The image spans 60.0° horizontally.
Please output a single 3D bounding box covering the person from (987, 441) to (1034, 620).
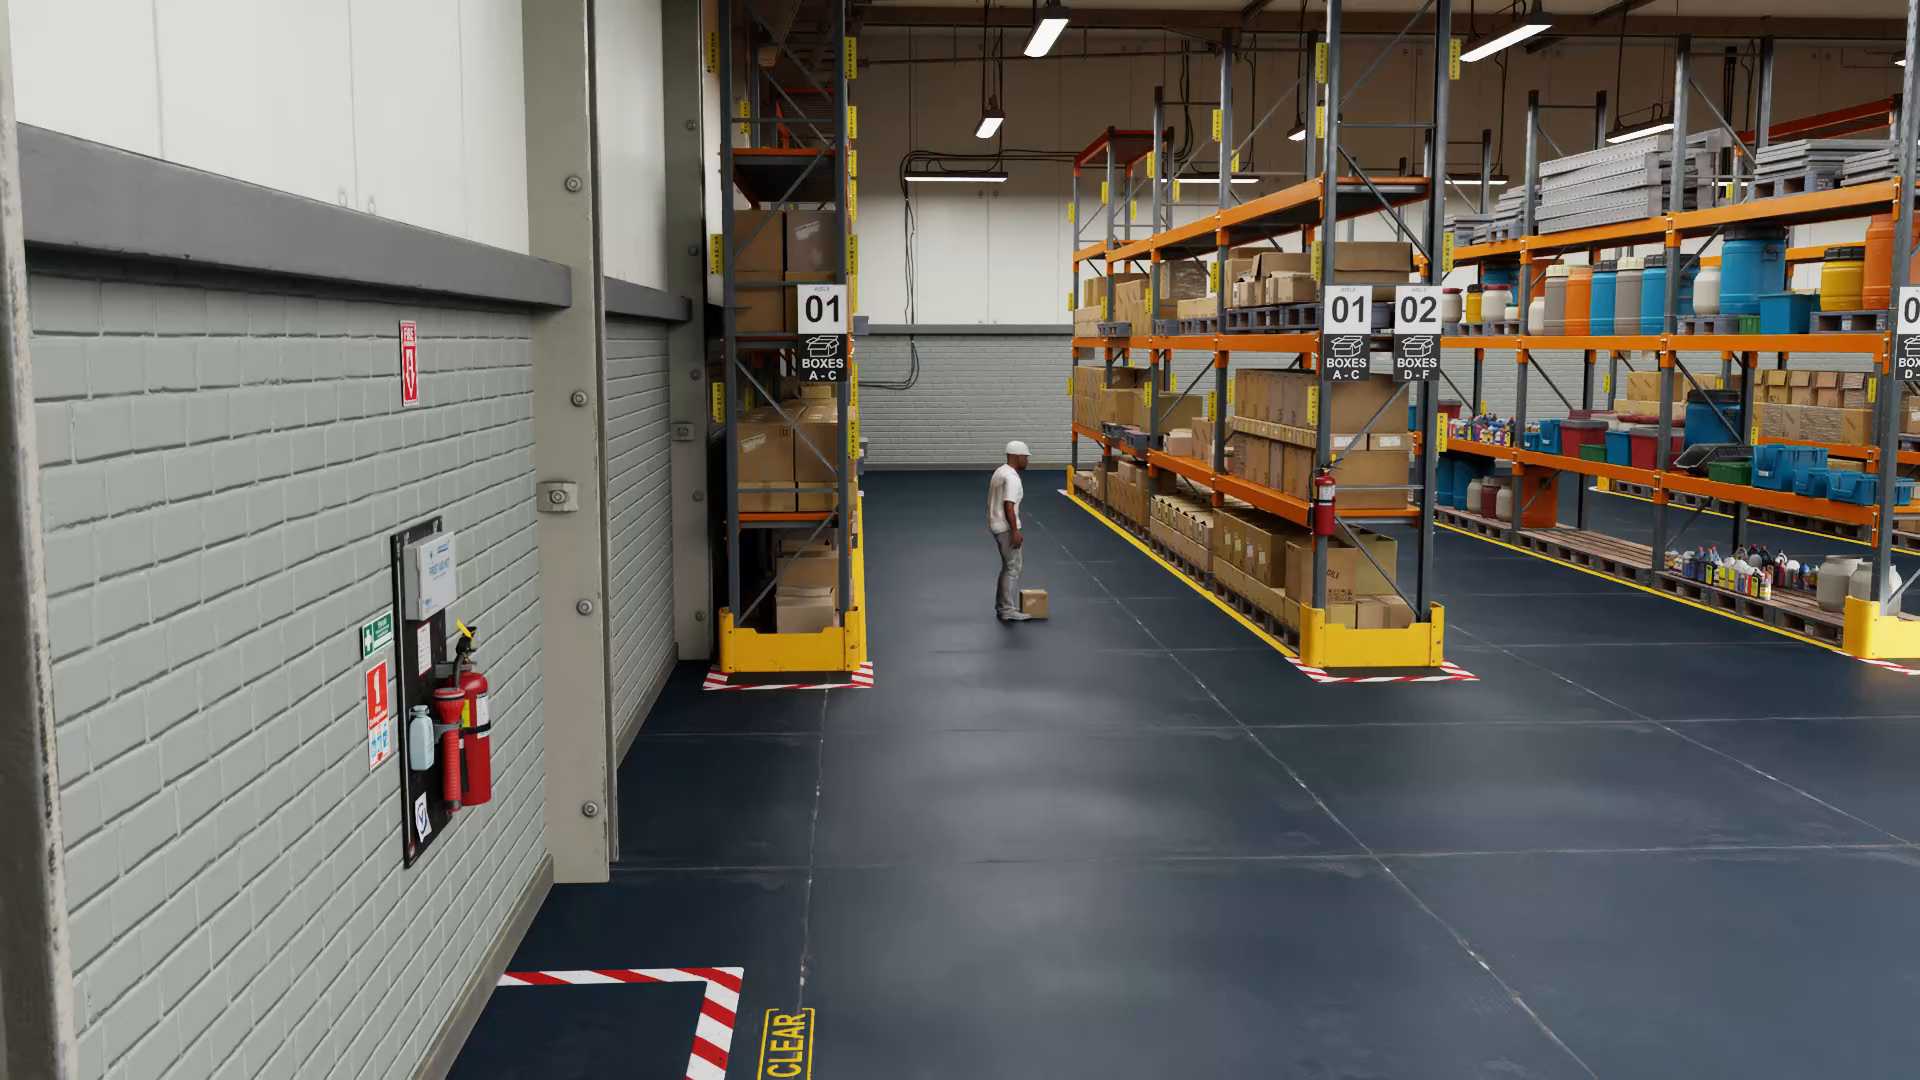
[{"bbox_3d":[0.504,-0.105,16.554,0.460,1.759,0.629,-1,7,-7],"label":"person"}]
